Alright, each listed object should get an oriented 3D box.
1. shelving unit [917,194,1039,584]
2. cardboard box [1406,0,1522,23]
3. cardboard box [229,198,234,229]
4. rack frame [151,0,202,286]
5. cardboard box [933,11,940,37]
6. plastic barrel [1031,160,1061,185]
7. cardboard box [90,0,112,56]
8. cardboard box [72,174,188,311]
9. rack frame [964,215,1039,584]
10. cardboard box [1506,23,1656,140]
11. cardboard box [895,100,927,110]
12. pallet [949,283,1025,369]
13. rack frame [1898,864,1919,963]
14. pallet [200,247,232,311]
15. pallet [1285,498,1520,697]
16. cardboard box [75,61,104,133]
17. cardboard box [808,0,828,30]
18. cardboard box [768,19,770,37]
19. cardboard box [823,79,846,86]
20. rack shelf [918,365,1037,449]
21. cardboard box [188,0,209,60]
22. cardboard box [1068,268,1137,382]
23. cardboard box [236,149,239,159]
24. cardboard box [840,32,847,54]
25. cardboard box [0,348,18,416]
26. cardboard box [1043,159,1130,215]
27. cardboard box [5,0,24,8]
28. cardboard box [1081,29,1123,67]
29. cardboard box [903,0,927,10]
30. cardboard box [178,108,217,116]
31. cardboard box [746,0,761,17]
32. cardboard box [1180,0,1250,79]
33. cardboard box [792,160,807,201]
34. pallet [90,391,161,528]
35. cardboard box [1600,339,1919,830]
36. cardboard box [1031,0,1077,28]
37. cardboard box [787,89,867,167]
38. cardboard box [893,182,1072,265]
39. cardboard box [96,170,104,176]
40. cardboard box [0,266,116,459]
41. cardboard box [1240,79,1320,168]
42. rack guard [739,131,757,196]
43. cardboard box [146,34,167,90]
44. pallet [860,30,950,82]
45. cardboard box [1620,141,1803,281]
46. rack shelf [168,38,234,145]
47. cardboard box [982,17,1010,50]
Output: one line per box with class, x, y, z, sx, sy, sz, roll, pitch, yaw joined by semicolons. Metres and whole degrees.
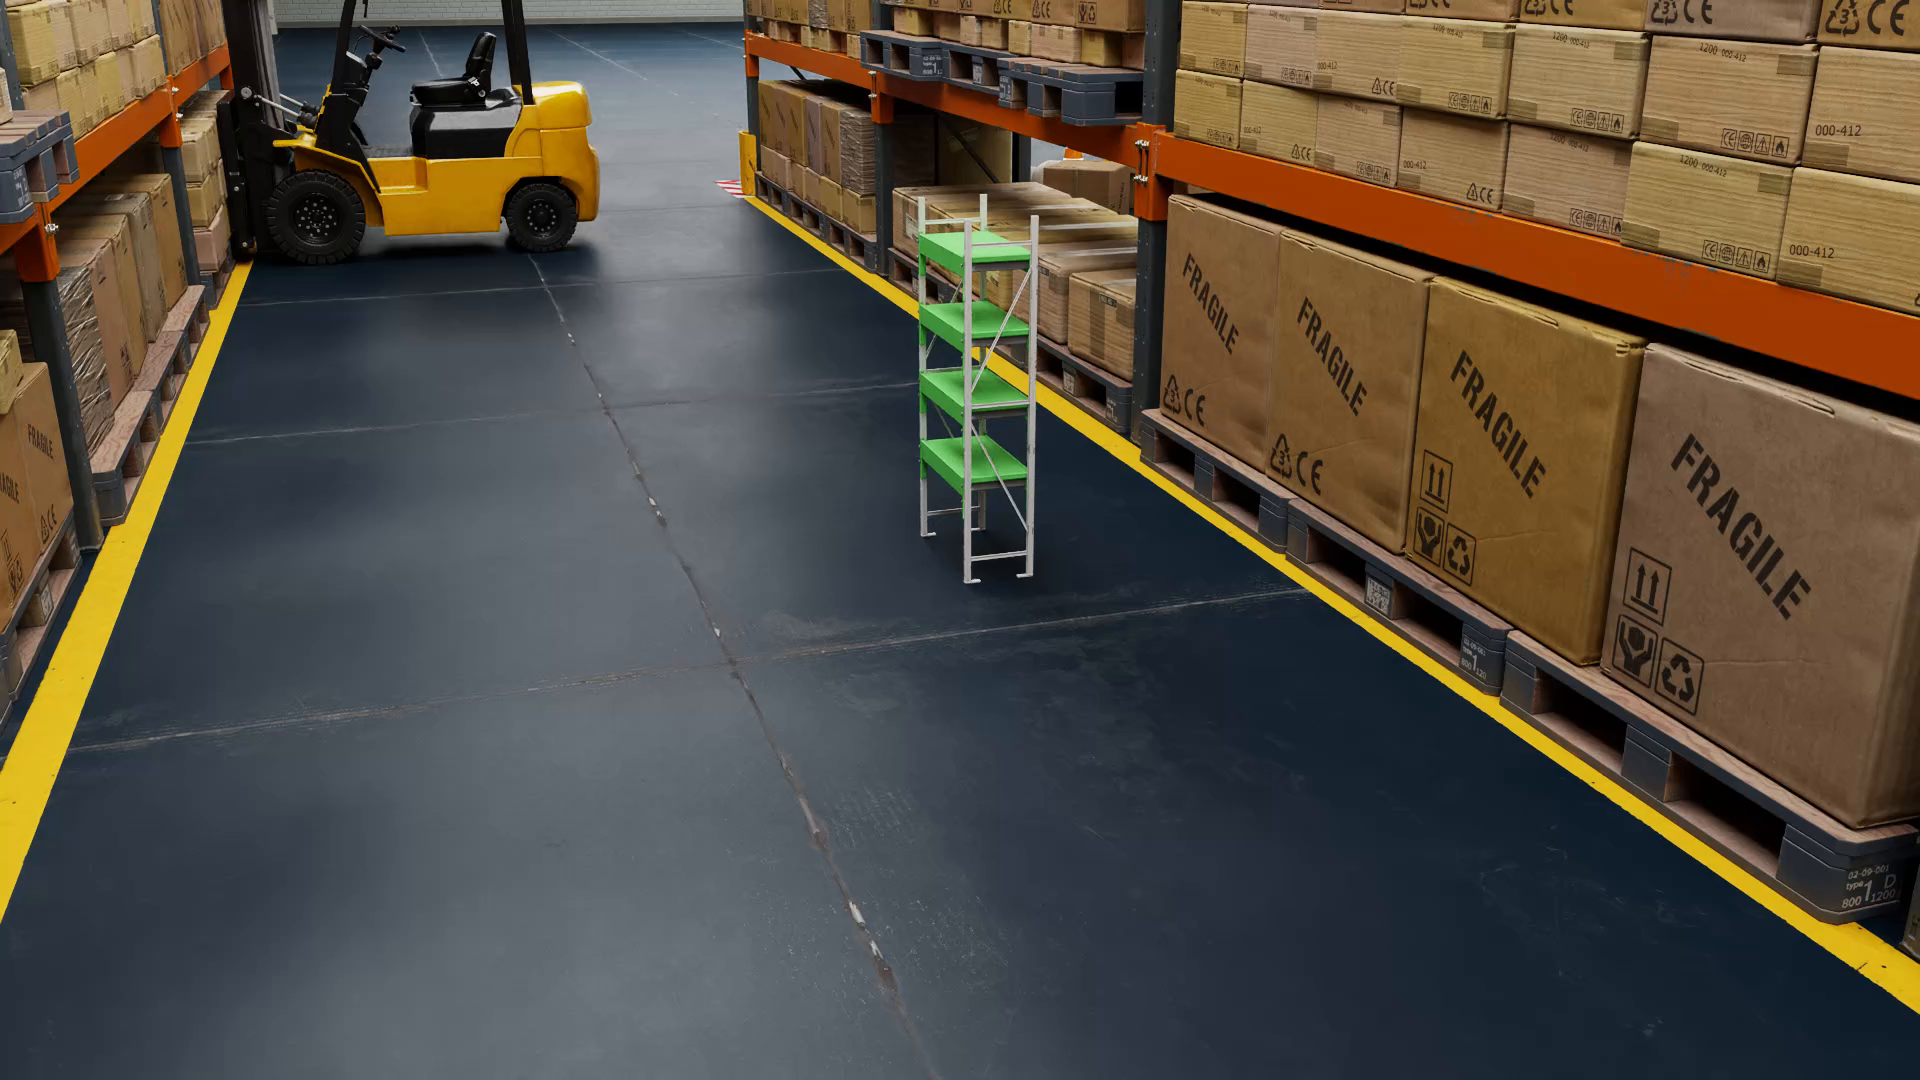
shelving unit;0.052;-0.512;5.566;0.258;1.200;0.503;-6;21;-17
cardboard box;1.609;-1.710;4.612;0.500;0.500;0.500;-6;21;-16
cardboard box;-5.080;-2.203;11.059;0.500;0.250;0.500;-6;21;-15
rack frame;-4.751;-2.619;8.772;1.000;3.000;0.127;-6;21;-17
cardboard box;0.066;-2.853;9.171;0.380;0.149;0.250;-5;20;-14
plastic barrel;0.790;-2.717;12.855;0.512;0.421;0.421;8;21;20
cardboard box;-3.889;-2.161;6.977;0.500;0.250;0.500;-6;21;-16
cardboard box;-4.576;-1.533;8.639;0.875;0.625;0.625;-5;20;-15
rack frame;0.129;-0.433;5.348;0.240;1.200;0.015;-6;21;-17
cardboard box;1.773;-1.186;4.264;0.500;0.250;0.500;-6;21;-16
cardboard box;-0.148;-2.793;11.592;0.500;0.500;0.500;-6;20;-15
pallet;0.594;-1.194;8.928;1.003;0.211;1.213;-6;21;-17
rack frame;2.475;-0.581;3.096;1.000;3.000;0.127;-6;21;-17
pallet;-4.961;-1.567;9.966;1.003;0.211;1.213;-6;21;-17
pallet;1.774;0.100;5.326;1.003;0.211;1.213;-6;21;-17
cardboard box;-3.723;-1.760;6.601;0.500;0.250;0.500;-7;21;-19
cardboard box;-0.751;-3.782;11.420;0.500;0.500;0.500;-6;21;-16
cardboard box;-1.287;-4.009;13.013;0.380;0.149;0.250;-7;21;-19
cardboard box;-0.798;-3.459;13.446;0.500;0.500;0.500;-6;21;-17
rack shelf;0.052;-0.451;5.587;0.258;0.148;0.480;-6;21;-17
cardboard box;-5.120;-3.328;10.597;0.500;0.500;0.500;-6;21;-17
cardboard box;1.049;-1.008;7.551;0.950;0.372;0.625;-8;21;-21
cardboard box;-5.228;-2.593;11.406;0.500;0.250;0.500;-7;21;-18
cardboard box;-0.588;-3.353;11.186;0.380;0.149;0.250;-7;21;-18
cardboard box;-2.982;-0.446;4.839;0.380;0.149;0.250;-8;21;-20
cardboard box;0.915;-2.461;12.025;0.500;0.500;0.500;8;21;20
cardboard box;-3.314;-1.822;5.443;0.380;0.149;0.250;-6;21;-16
cardboard box;0.738;-2.102;7.083;0.380;0.149;0.250;-6;21;-16
cardboard box;-0.007;-3.191;9.154;0.500;0.500;0.500;-6;21;-17
cardboard box;-5.081;-2.675;10.894;0.500;0.250;0.500;-7;21;-18
cardboard box;-1.411;-4.437;13.245;0.500;0.500;0.500;-7;21;-18
cardboard box;1.142;-1.840;6.085;0.500;0.250;0.500;-7;21;-18
cardboard box;-0.969;-2.709;12.467;0.500;0.250;0.500;-5;20;-14
pallet;-3.715;-0.292;6.417;1.003;0.211;1.213;-6;21;-17
cardboard box;2.204;0.031;3.914;0.875;0.875;0.875;-6;21;-16
cardboard box;0.638;-2.530;7.314;0.500;0.500;0.500;-7;21;-18
cardboard box;-0.979;-3.063;12.344;0.500;0.500;0.500;-6;21;-16
cardboard box;0.128;-1.941;10.149;0.950;0.372;0.625;-6;21;-17
cardboard box;-5.089;-2.131;9.379;0.500;0.250;0.500;-6;21;-16
cardboard box;-3.676;-0.617;6.090;0.875;0.625;0.625;-6;21;-15
cardboard box;1.311;-1.447;5.730;0.500;0.250;0.500;-7;21;-19
rack guard;-1.273;-3.231;14.172;1.175;0.500;0.348;-6;21;-17
cardboard box;-4.344;-2.415;8.424;0.500;0.250;0.500;-6;21;-16
pallet;0.062;-2.797;9.550;1.003;0.211;1.213;-6;21;-17
cardboard box;1.936;-0.791;3.903;0.500;0.250;0.500;-7;21;-18
rack shelf;-5.379;-2.923;10.680;1.077;0.370;4.000;-6;21;-17
cardboard box;0.329;-2.513;8.225;0.380;0.149;0.250;-7;21;-19
